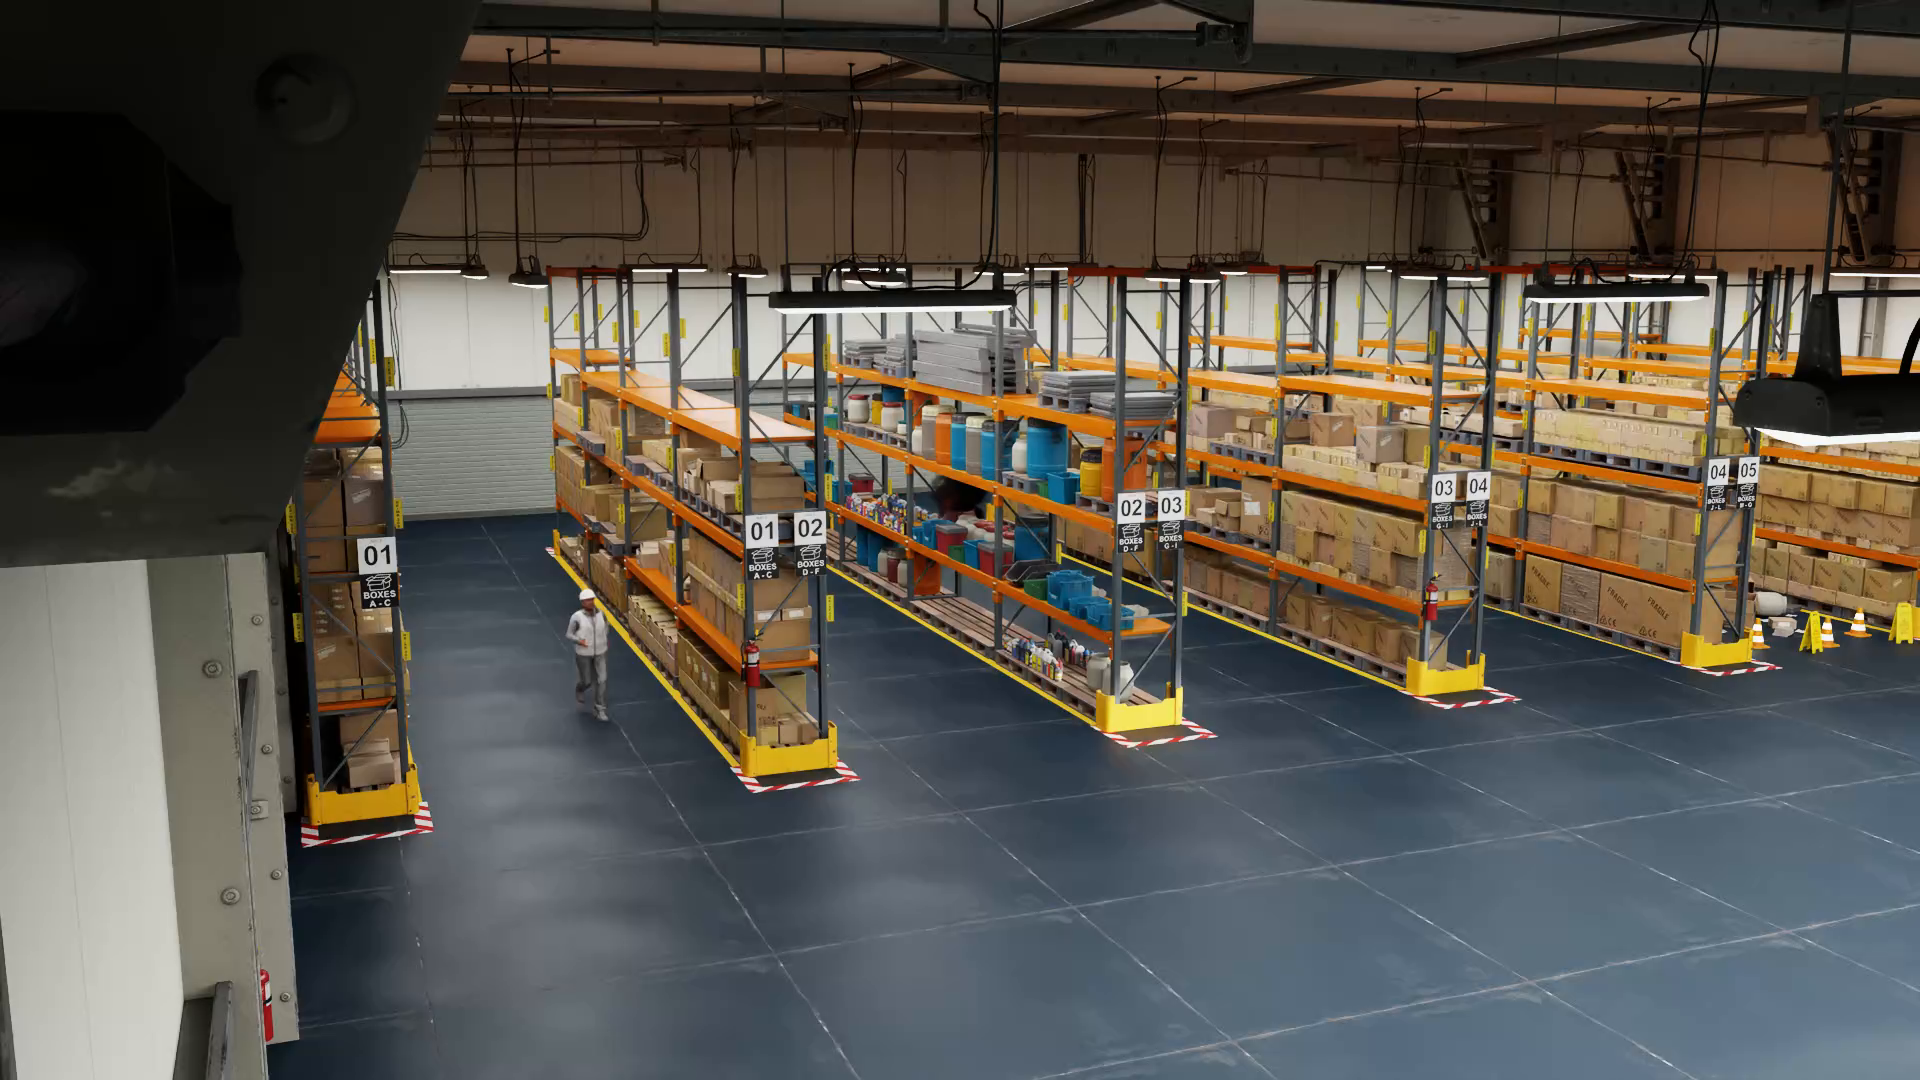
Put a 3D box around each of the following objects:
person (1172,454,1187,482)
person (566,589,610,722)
[{"bbox_3d":[4.903,-1.114,37.795,0.666,1.829,0.894,-2,10,-12],"label":"person"},{"bbox_3d":[-5.057,1.541,22.760,0.661,1.777,0.922,-6,11,-30],"label":"person"}]
